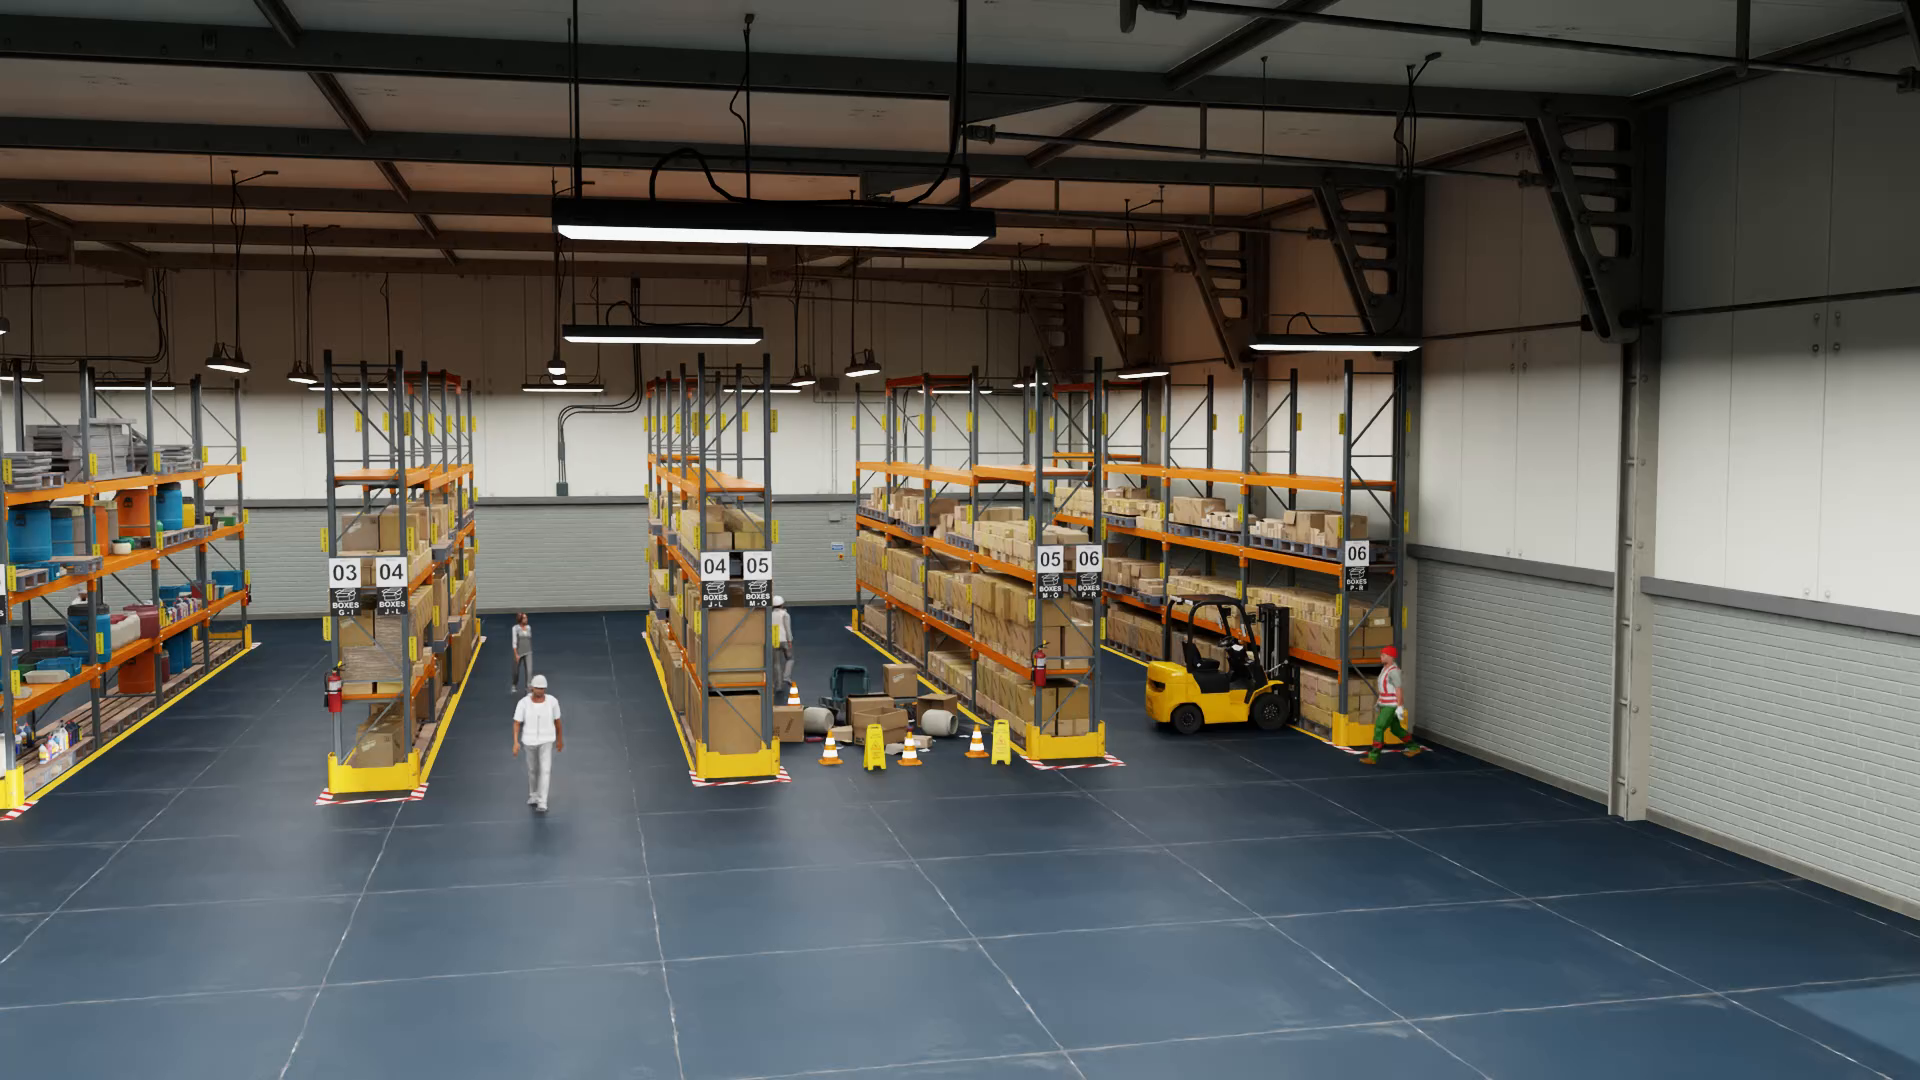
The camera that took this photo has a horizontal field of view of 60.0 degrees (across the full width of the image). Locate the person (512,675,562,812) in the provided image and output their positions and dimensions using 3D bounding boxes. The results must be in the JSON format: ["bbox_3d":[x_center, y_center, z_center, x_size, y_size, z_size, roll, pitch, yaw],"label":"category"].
[{"bbox_3d":[-5.488,2.626,21.560,0.603,1.742,0.904,-1,4,-9],"label":"person"}]

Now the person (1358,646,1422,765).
[{"bbox_3d":[6.342,2.426,24.450,1.075,1.748,0.550,-1,4,-12],"label":"person"}]

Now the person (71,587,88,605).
[{"bbox_3d":[-18.462,1.764,35.130,0.515,1.597,0.730,0,4,-4],"label":"person"}]

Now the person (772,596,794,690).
[{"bbox_3d":[-3.400,1.928,31.378,0.568,1.761,0.465,0,4,4],"label":"person"}]

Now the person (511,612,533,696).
[{"bbox_3d":[-8.003,2.104,30.369,0.374,1.528,0.893,-2,4,-23],"label":"person"}]
